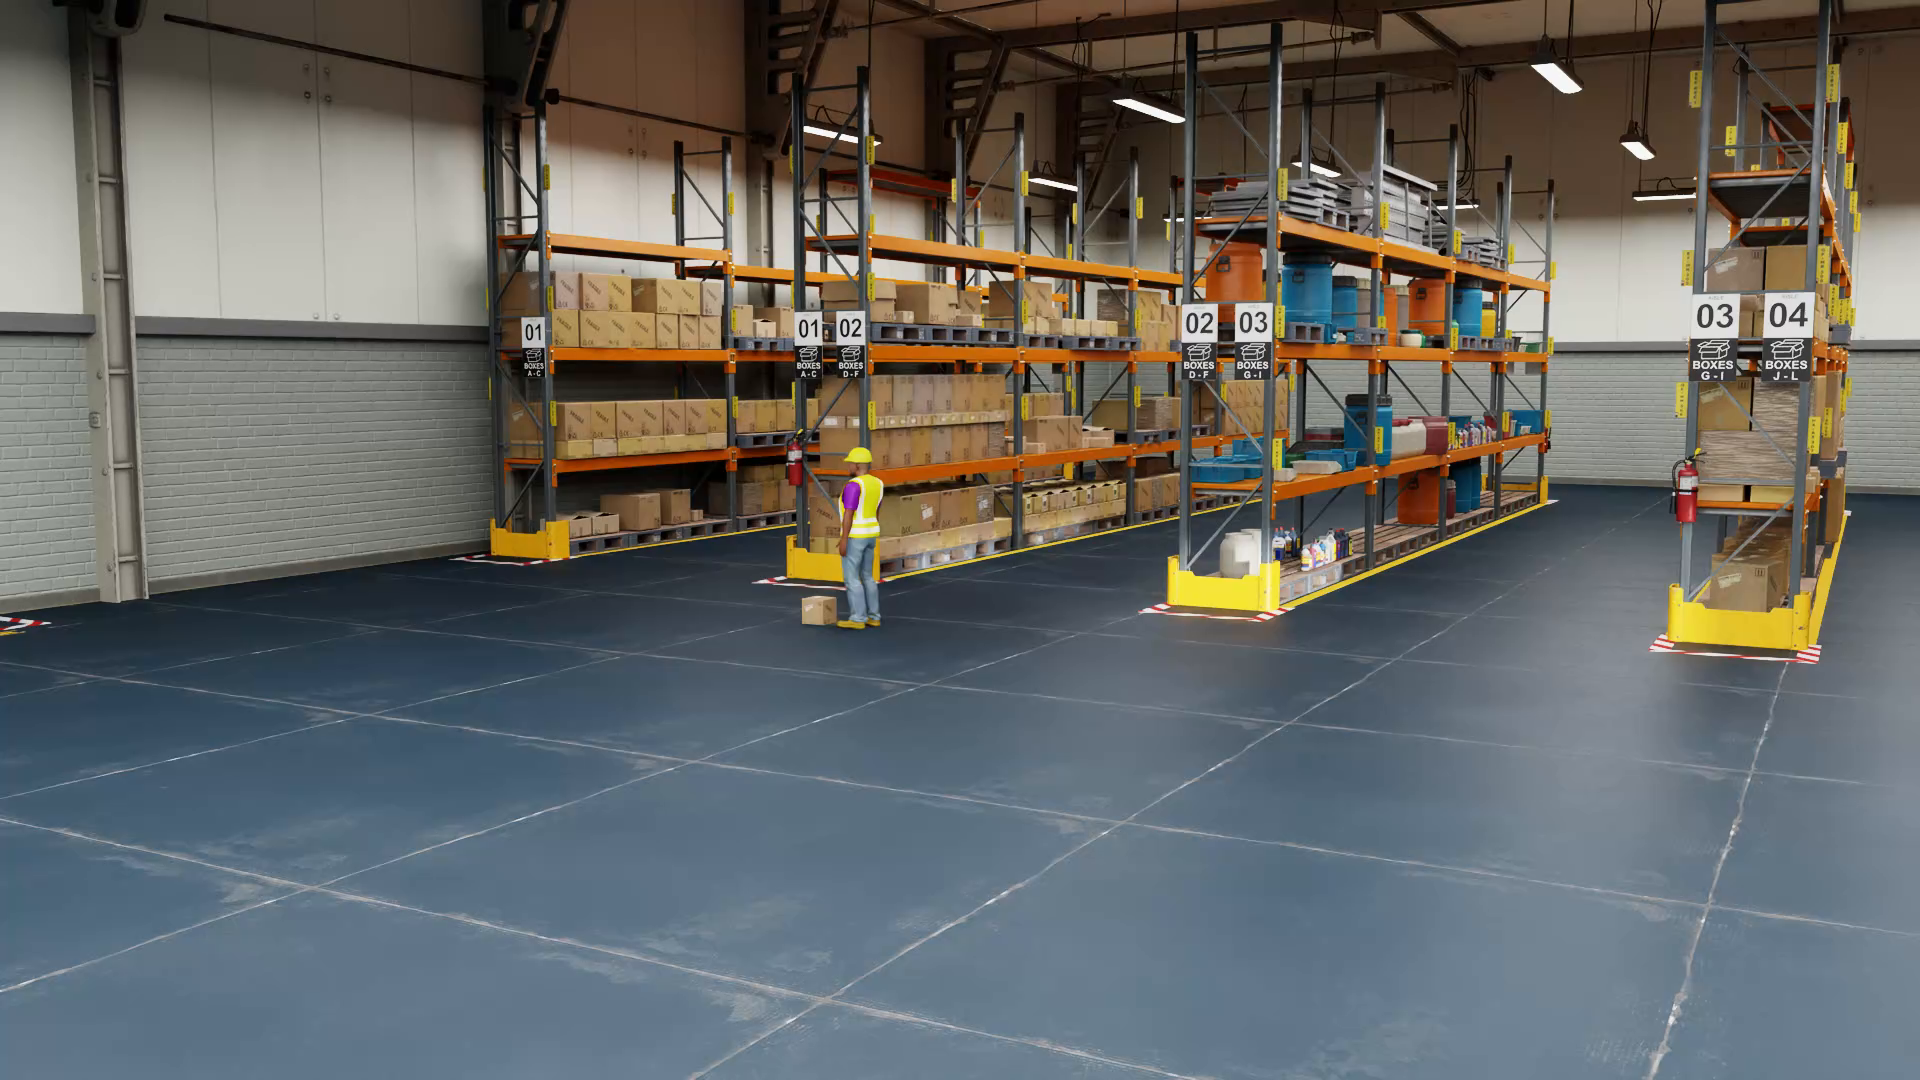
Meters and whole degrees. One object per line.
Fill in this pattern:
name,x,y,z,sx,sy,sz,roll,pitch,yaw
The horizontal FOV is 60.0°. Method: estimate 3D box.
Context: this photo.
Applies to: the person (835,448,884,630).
person,-0.988,-0.022,16.255,0.361,1.761,0.562,3,7,30
